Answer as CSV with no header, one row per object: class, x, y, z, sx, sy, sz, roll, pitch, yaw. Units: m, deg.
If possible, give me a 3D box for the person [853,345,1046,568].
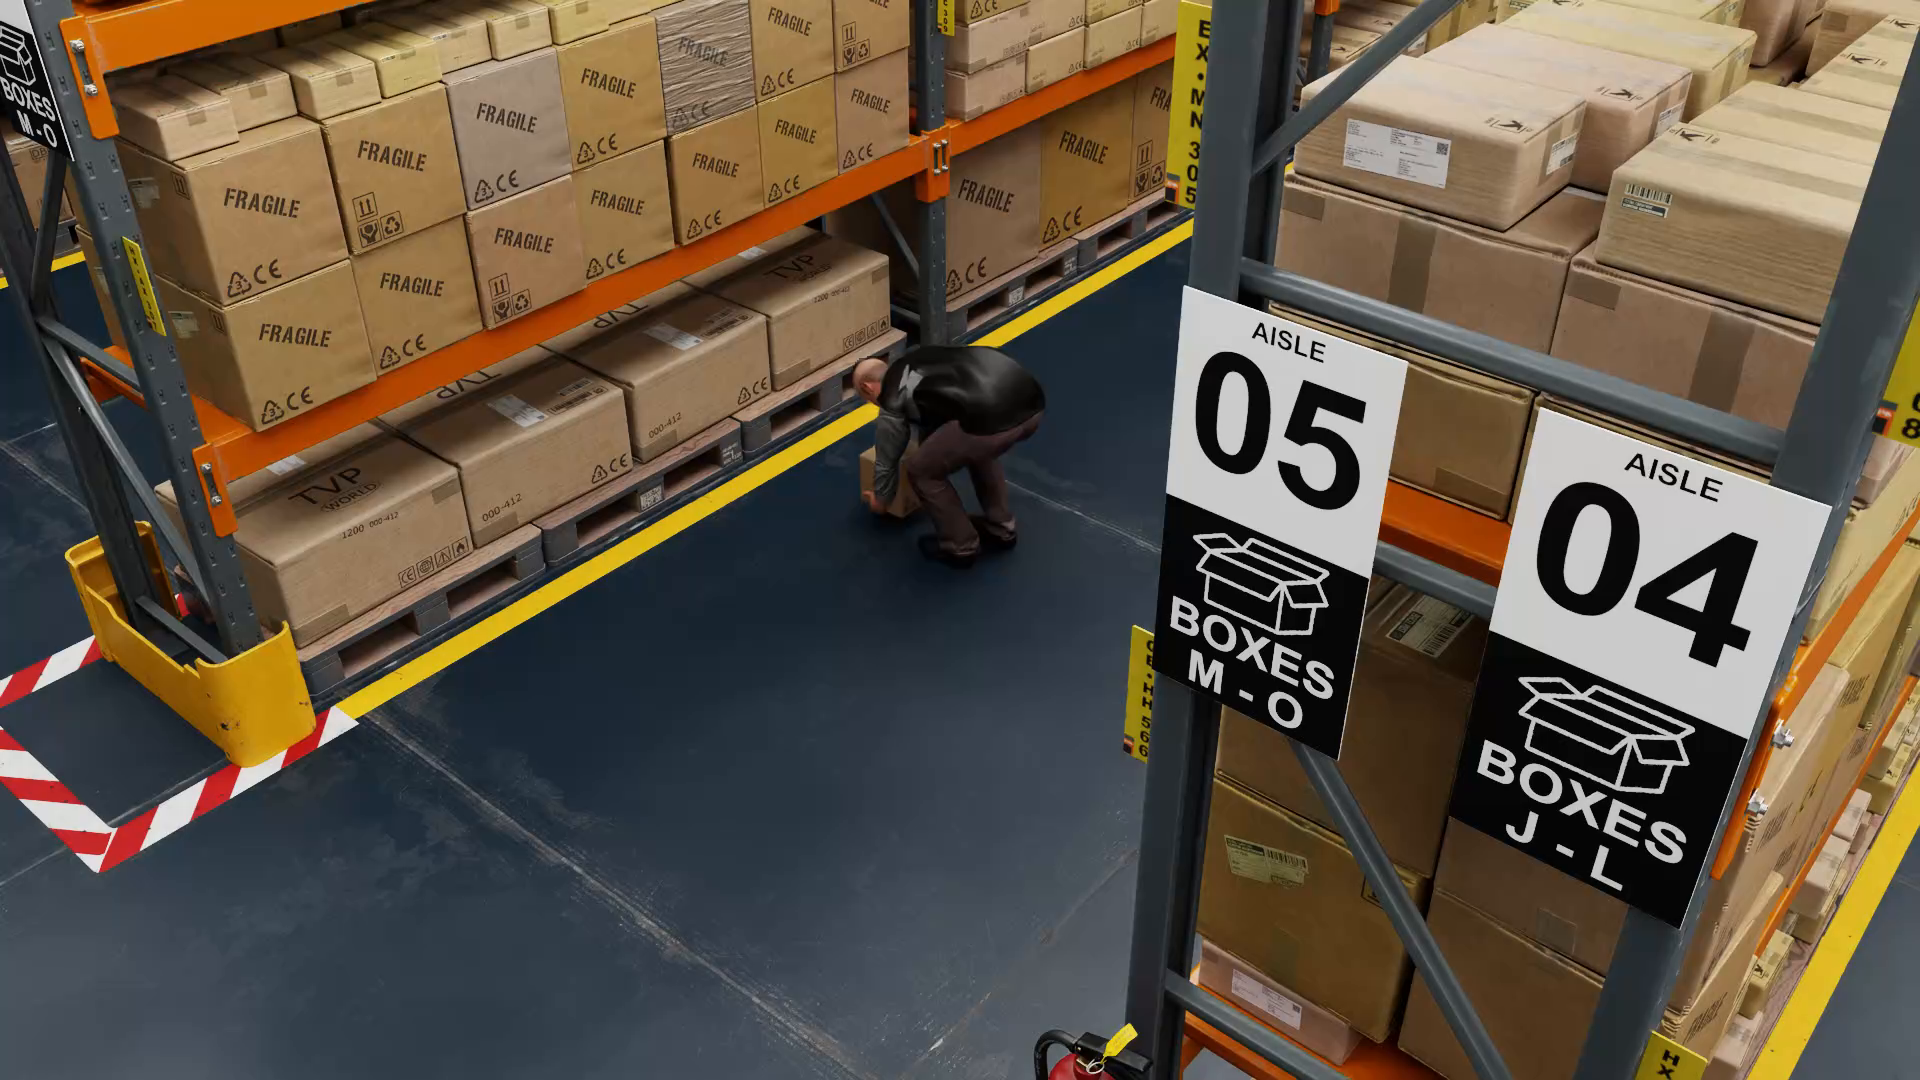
person,-0.079,-0.435,7.410,0.948,1.015,0.490,23,41,30
